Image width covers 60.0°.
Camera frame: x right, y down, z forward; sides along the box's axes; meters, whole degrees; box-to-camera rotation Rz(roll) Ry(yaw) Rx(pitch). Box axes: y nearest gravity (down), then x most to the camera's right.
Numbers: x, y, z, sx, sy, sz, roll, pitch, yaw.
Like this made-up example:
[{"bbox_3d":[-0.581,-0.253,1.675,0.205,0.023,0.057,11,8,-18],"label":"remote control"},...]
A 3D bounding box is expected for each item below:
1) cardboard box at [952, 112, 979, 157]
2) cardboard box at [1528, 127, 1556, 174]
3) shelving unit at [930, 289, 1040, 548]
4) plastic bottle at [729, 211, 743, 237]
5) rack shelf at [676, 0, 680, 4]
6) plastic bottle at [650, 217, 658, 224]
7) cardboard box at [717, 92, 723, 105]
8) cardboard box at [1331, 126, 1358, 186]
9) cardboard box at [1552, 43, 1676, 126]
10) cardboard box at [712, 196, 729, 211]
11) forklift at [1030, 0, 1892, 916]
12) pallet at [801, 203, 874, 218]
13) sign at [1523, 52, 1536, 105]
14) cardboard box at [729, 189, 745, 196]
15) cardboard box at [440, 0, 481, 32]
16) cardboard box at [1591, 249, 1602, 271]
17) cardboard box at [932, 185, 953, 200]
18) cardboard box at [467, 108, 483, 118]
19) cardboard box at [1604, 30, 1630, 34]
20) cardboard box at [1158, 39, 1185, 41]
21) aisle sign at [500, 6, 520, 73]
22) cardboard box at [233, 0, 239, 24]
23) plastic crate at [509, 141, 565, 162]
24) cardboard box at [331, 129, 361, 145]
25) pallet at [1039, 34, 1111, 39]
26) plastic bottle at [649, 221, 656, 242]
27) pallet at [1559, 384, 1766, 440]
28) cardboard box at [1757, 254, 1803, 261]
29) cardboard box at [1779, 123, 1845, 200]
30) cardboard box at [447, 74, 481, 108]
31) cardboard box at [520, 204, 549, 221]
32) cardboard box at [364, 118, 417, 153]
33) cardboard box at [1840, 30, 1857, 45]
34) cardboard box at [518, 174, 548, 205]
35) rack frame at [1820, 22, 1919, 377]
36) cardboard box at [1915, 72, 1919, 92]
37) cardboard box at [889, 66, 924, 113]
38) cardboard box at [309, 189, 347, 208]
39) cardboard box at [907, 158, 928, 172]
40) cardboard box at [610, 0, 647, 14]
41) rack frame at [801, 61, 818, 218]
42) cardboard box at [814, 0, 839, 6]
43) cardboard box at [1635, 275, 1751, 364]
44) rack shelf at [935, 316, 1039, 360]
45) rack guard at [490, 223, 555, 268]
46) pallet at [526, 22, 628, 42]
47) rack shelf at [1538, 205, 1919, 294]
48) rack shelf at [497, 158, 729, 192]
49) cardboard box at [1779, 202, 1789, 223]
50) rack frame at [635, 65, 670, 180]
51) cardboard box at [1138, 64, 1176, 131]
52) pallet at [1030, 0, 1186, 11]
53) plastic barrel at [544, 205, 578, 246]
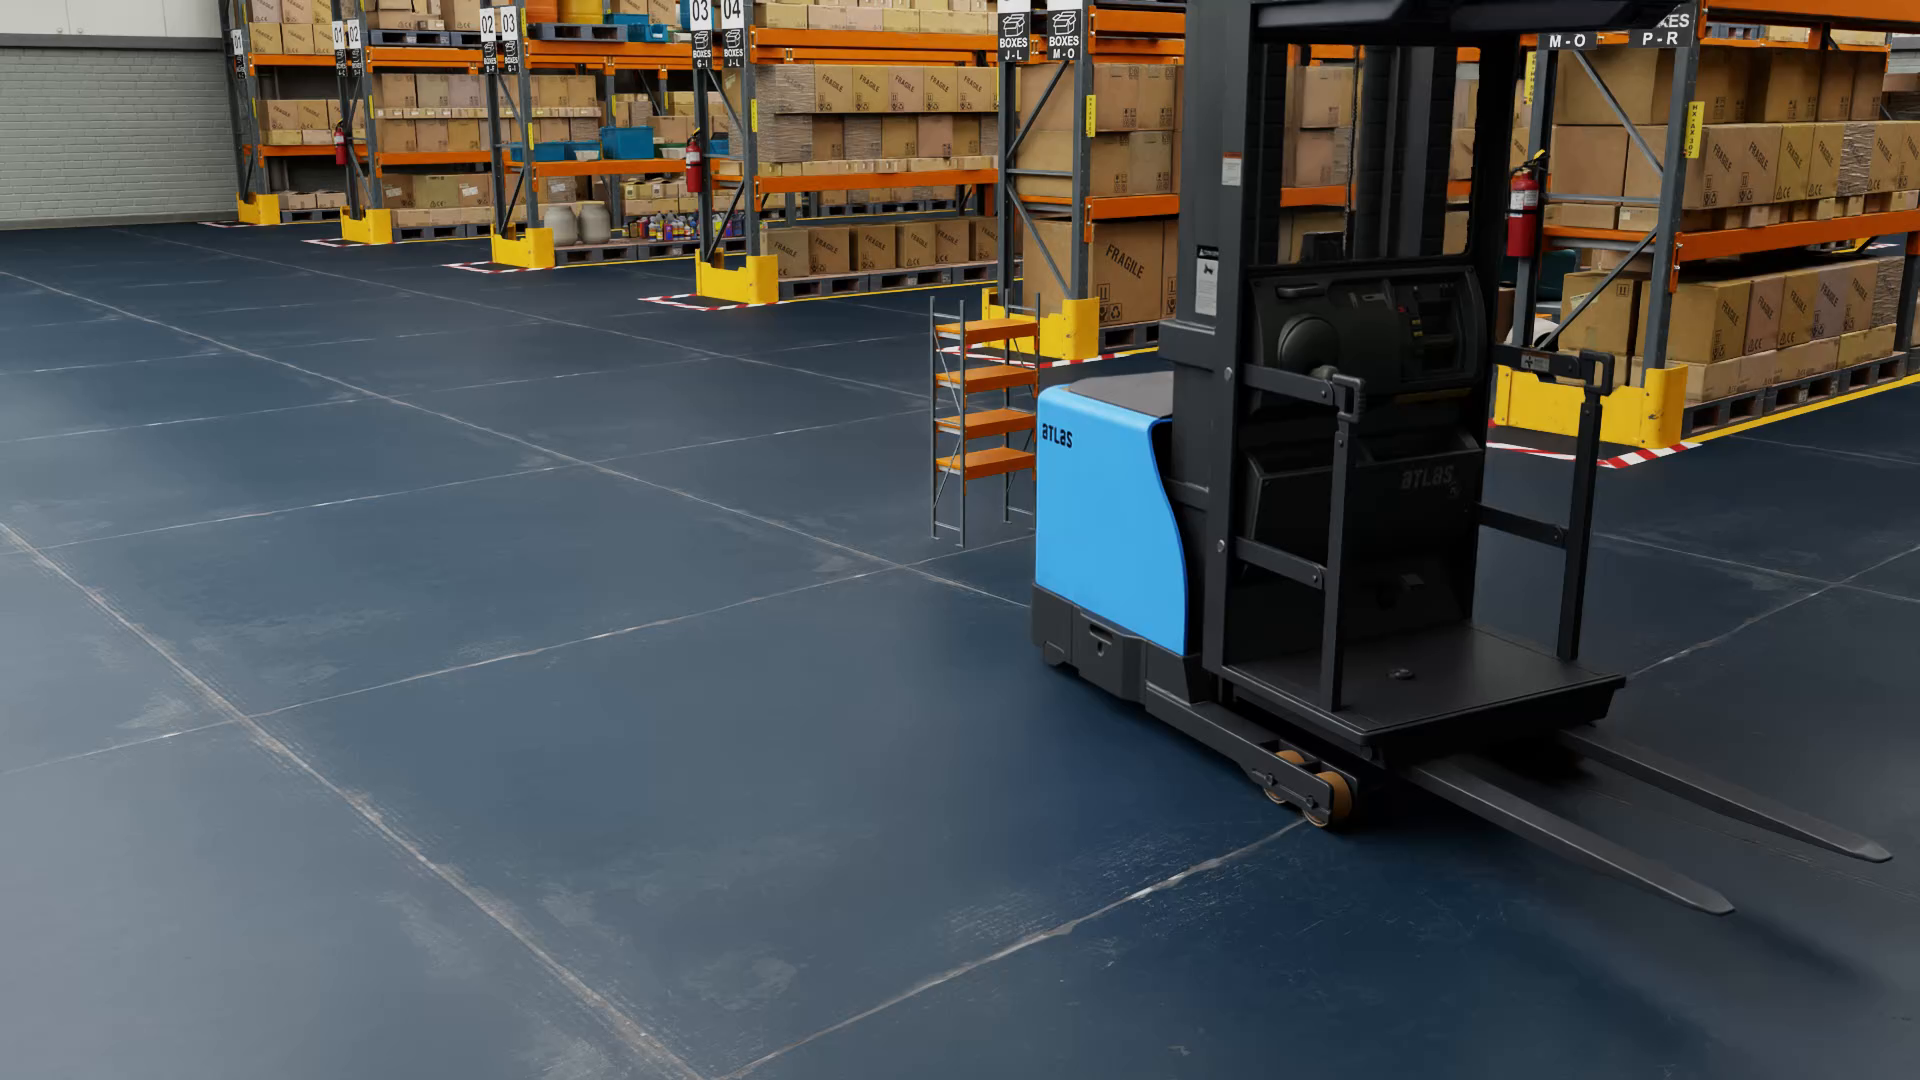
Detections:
[{"bbox_3d":[-0.244,-4.794,19.617,0.500,0.500,0.875,-13,19,-39],"label":"cardboard box"},{"bbox_3d":[6.192,-4.275,18.248,0.500,0.500,0.500,-13,19,-39],"label":"cardboard box"},{"bbox_3d":[0.125,-0.608,8.200,0.503,1.200,0.258,-13,19,-39],"label":"shelving unit"},{"bbox_3d":[-3.157,-4.444,23.354,0.185,0.351,0.144,-14,20,-42],"label":"plastic bottle"},{"bbox_3d":[-4.692,-11.011,34.206,4.000,0.370,1.077,-13,19,-39],"label":"rack shelf"},{"bbox_3d":[-4.322,-4.385,23.280,0.135,0.276,0.152,-13,20,-41],"label":"plastic bottle"},{"bbox_3d":[-4.910,-9.082,34.178,0.500,0.250,0.500,-12,19,-39],"label":"cardboard box"},{"bbox_3d":[3.445,-3.769,16.259,0.550,0.550,0.875,-13,19,-39],"label":"cardboard box"},{"bbox_3d":[4.266,-2.942,10.743,0.500,0.500,0.700,-13,20,-41],"label":"cardboard box"},{"bbox_3d":[-4.337,-5.829,28.774,0.500,0.250,0.500,-12,19,-38],"label":"cardboard box"},{"bbox_3d":[1.413,-0.683,5.128,1.130,2.935,3.031,-8,17,-27],"label":"forklift"},{"bbox_3d":[-2.359,-6.123,30.765,1.213,0.211,1.003,-13,19,-39],"label":"pallet"},{"bbox_3d":[3.674,-2.961,10.667,0.005,0.325,0.100,-13,19,-39],"label":"sign"},{"bbox_3d":[-3.951,-6.186,29.023,0.500,0.311,0.500,-13,20,-40],"label":"cardboard box"},{"bbox_3d":[-7.549,-7.992,25.267,0.500,0.500,0.500,-13,19,-39],"label":"cardboard box"},{"bbox_3d":[5.850,-2.315,14.480,0.500,0.500,0.500,-13,19,-39],"label":"cardboard box"},{"bbox_3d":[-0.492,-6.812,31.932,0.500,0.500,0.500,-13,19,-39],"label":"cardboard box"},{"bbox_3d":[-7.574,-6.601,25.699,0.250,0.149,0.380,-13,20,-40],"label":"cardboard box"},{"bbox_3d":[7.339,-5.982,18.826,0.500,0.500,0.500,-13,19,-39],"label":"cardboard box"},{"bbox_3d":[2.610,-6.499,21.247,0.500,0.250,0.500,-12,19,-38],"label":"cardboard box"},{"bbox_3d":[-5.595,-6.218,20.678,0.004,0.787,0.394,-13,19,-39],"label":"aisle sign"},{"bbox_3d":[-12.083,-9.074,28.426,0.500,0.500,0.500,-12,19,-37],"label":"cardboard box"},{"bbox_3d":[-5.552,-5.102,21.827,0.616,0.251,0.499,-13,19,-39],"label":"plastic crate"},{"bbox_3d":[-10.889,-7.094,29.247,0.500,0.250,0.500,-13,20,-40],"label":"cardboard box"},{"bbox_3d":[1.072,-6.187,20.151,1.003,0.211,1.213,-13,19,-39],"label":"pallet"},{"bbox_3d":[-4.161,-4.172,22.491,0.097,0.271,0.097,0,15,0],"label":"plastic bottle"},{"bbox_3d":[4.717,-0.934,11.338,1.213,0.211,1.003,-13,19,-39],"label":"pallet"},{"bbox_3d":[6.023,-1.912,12.655,0.500,0.500,0.500,-12,19,-37],"label":"cardboard box"},{"bbox_3d":[5.714,-2.619,11.470,0.500,0.500,0.500,-13,20,-40],"label":"cardboard box"},{"bbox_3d":[-7.808,-6.932,25.683,0.500,0.500,0.700,-13,19,-39],"label":"cardboard box"},{"bbox_3d":[-6.922,-5.257,26.632,0.500,0.250,0.500,-13,19,-39],"label":"cardboard box"},{"bbox_3d":[-8.621,-6.121,25.159,0.500,0.500,0.700,-13,19,-39],"label":"cardboard box"},{"bbox_3d":[11.836,-6.874,22.648,0.500,0.250,0.500,-12,19,-37],"label":"cardboard box"},{"bbox_3d":[-6.930,-5.621,26.544,0.500,0.500,0.500,-13,19,-39],"label":"cardboard box"},{"bbox_3d":[7.041,-2.815,12.977,0.127,3.000,1.000,-13,19,-39],"label":"rack frame"},{"bbox_3d":[7.628,-3.534,12.828,0.250,0.149,0.380,-13,20,-40],"label":"cardboard box"},{"bbox_3d":[-0.757,-5.036,18.584,0.500,0.500,0.500,-13,19,-39],"label":"cardboard box"},{"bbox_3d":[-11.225,-6.070,29.518,0.500,0.311,0.500,-11,18,-35],"label":"cardboard box"},{"bbox_3d":[-0.575,-4.278,18.941,0.250,0.149,0.380,-13,19,-39],"label":"cardboard box"},{"bbox_3d":[-5.473,-8.712,27.266,0.500,0.500,0.500,-12,19,-39],"label":"cardboard box"},{"bbox_3d":[-2.947,-7.351,29.959,0.127,3.000,1.000,-13,19,-39],"label":"rack frame"},{"bbox_3d":[-1.501,-5.762,17.714,0.250,0.149,0.380,-12,19,-37],"label":"cardboard box"},{"bbox_3d":[4.831,-1.461,10.970,0.500,0.500,0.500,-14,20,-41],"label":"cardboard box"},{"bbox_3d":[0.125,-0.987,8.099,0.480,0.148,0.258,-13,19,-39],"label":"rack shelf"},{"bbox_3d":[-5.707,-3.845,21.678,0.348,0.500,1.175,-13,19,-39],"label":"rack guard"},{"bbox_3d":[-5.045,-6.510,21.363,1.213,0.211,1.003,-13,19,-39],"label":"pallet"},{"bbox_3d":[5.532,-2.129,11.801,4.000,0.370,1.077,-13,19,-39],"label":"rack shelf"},{"bbox_3d":[-4.224,-5.022,22.634,4.000,0.370,1.077,-13,19,-39],"label":"rack shelf"},{"bbox_3d":[5.405,-2.249,11.344,0.250,0.149,0.380,-12,19,-37],"label":"cardboard box"},{"bbox_3d":[-6.201,-8.315,33.567,0.127,3.000,1.000,-13,19,-39],"label":"rack frame"},{"bbox_3d":[1.358,-3.845,14.448,0.550,0.550,0.875,-13,19,-39],"label":"cardboard box"},{"bbox_3d":[1.251,-4.618,14.086,1.213,0.211,1.003,-13,19,-39],"label":"pallet"},{"bbox_3d":[-5.287,-4.158,22.013,0.421,0.512,0.421,0,15,0],"label":"plastic barrel"}]
